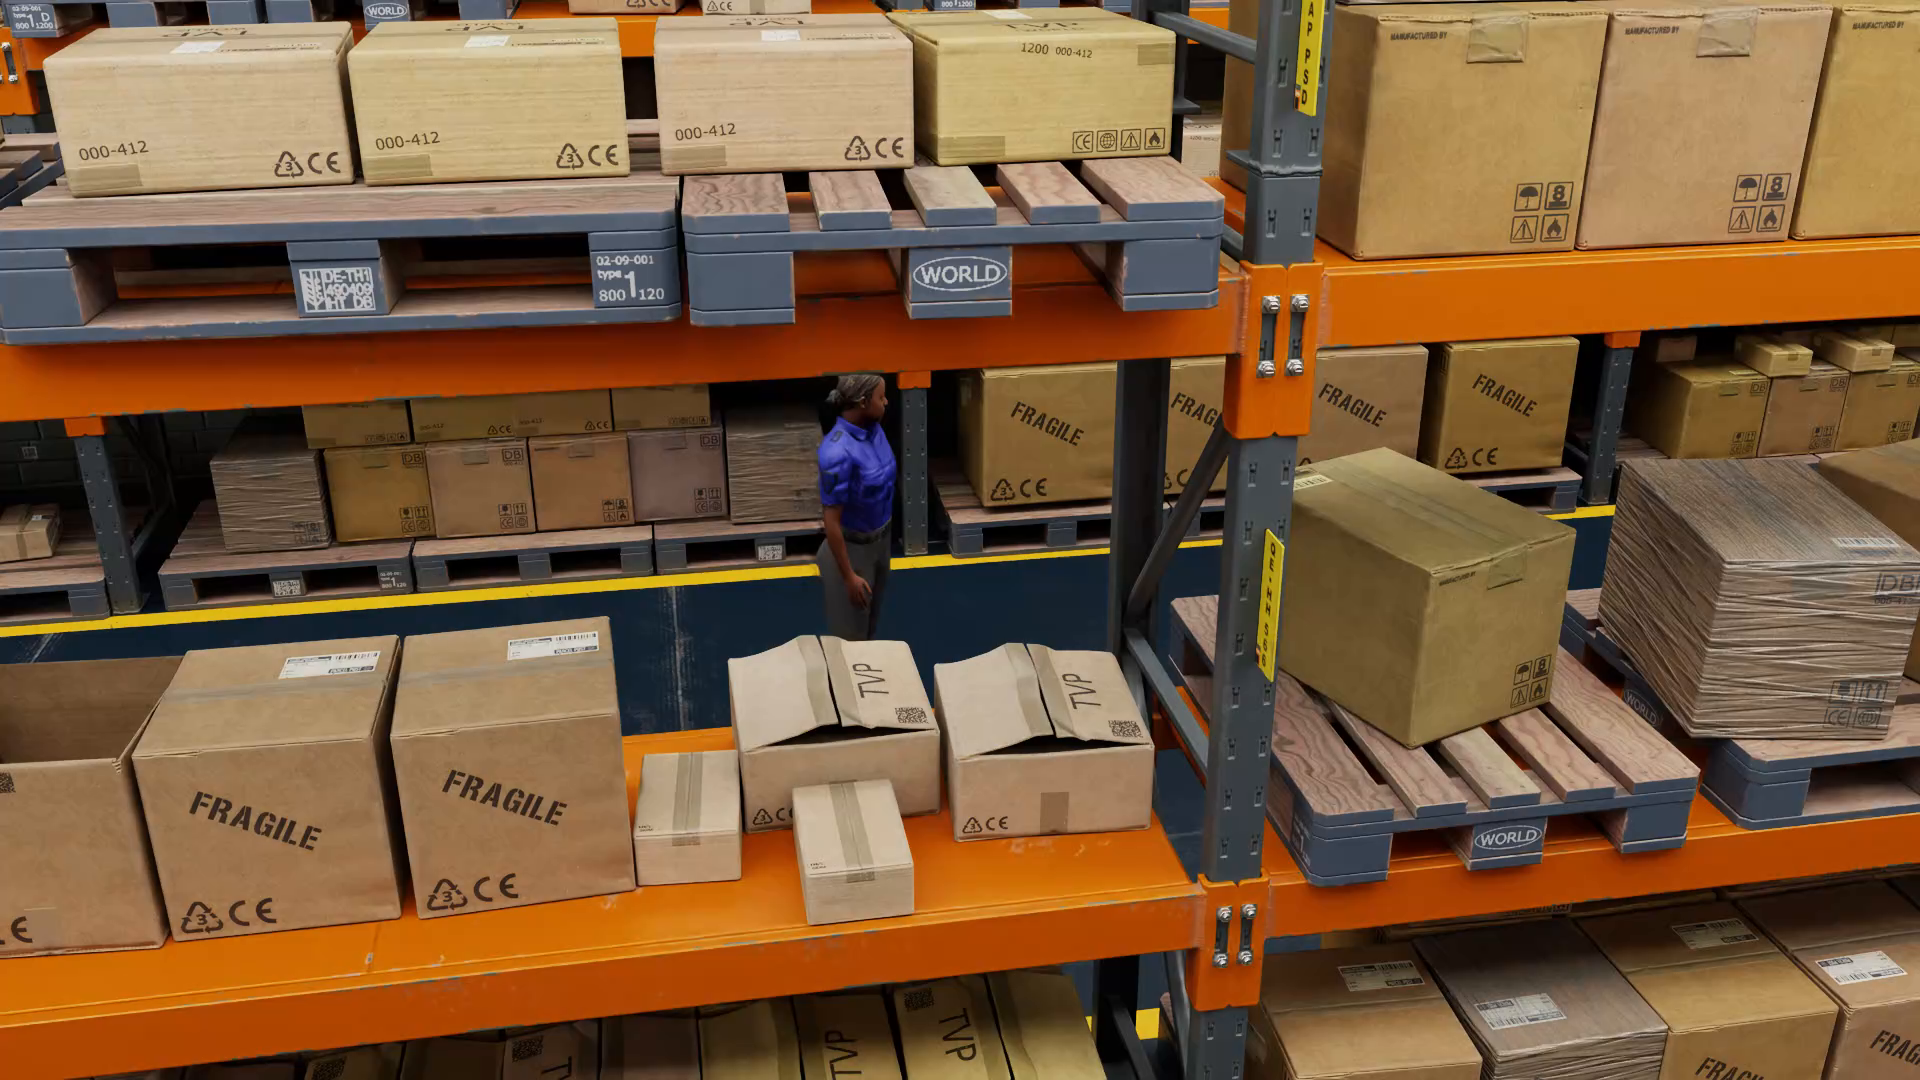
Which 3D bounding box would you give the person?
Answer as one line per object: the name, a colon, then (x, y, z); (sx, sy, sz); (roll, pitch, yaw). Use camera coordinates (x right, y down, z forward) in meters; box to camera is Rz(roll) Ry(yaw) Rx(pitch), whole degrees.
person: (-0.507, 0.084, 6.869); (0.441, 1.651, 0.638); (10, 25, 22)
